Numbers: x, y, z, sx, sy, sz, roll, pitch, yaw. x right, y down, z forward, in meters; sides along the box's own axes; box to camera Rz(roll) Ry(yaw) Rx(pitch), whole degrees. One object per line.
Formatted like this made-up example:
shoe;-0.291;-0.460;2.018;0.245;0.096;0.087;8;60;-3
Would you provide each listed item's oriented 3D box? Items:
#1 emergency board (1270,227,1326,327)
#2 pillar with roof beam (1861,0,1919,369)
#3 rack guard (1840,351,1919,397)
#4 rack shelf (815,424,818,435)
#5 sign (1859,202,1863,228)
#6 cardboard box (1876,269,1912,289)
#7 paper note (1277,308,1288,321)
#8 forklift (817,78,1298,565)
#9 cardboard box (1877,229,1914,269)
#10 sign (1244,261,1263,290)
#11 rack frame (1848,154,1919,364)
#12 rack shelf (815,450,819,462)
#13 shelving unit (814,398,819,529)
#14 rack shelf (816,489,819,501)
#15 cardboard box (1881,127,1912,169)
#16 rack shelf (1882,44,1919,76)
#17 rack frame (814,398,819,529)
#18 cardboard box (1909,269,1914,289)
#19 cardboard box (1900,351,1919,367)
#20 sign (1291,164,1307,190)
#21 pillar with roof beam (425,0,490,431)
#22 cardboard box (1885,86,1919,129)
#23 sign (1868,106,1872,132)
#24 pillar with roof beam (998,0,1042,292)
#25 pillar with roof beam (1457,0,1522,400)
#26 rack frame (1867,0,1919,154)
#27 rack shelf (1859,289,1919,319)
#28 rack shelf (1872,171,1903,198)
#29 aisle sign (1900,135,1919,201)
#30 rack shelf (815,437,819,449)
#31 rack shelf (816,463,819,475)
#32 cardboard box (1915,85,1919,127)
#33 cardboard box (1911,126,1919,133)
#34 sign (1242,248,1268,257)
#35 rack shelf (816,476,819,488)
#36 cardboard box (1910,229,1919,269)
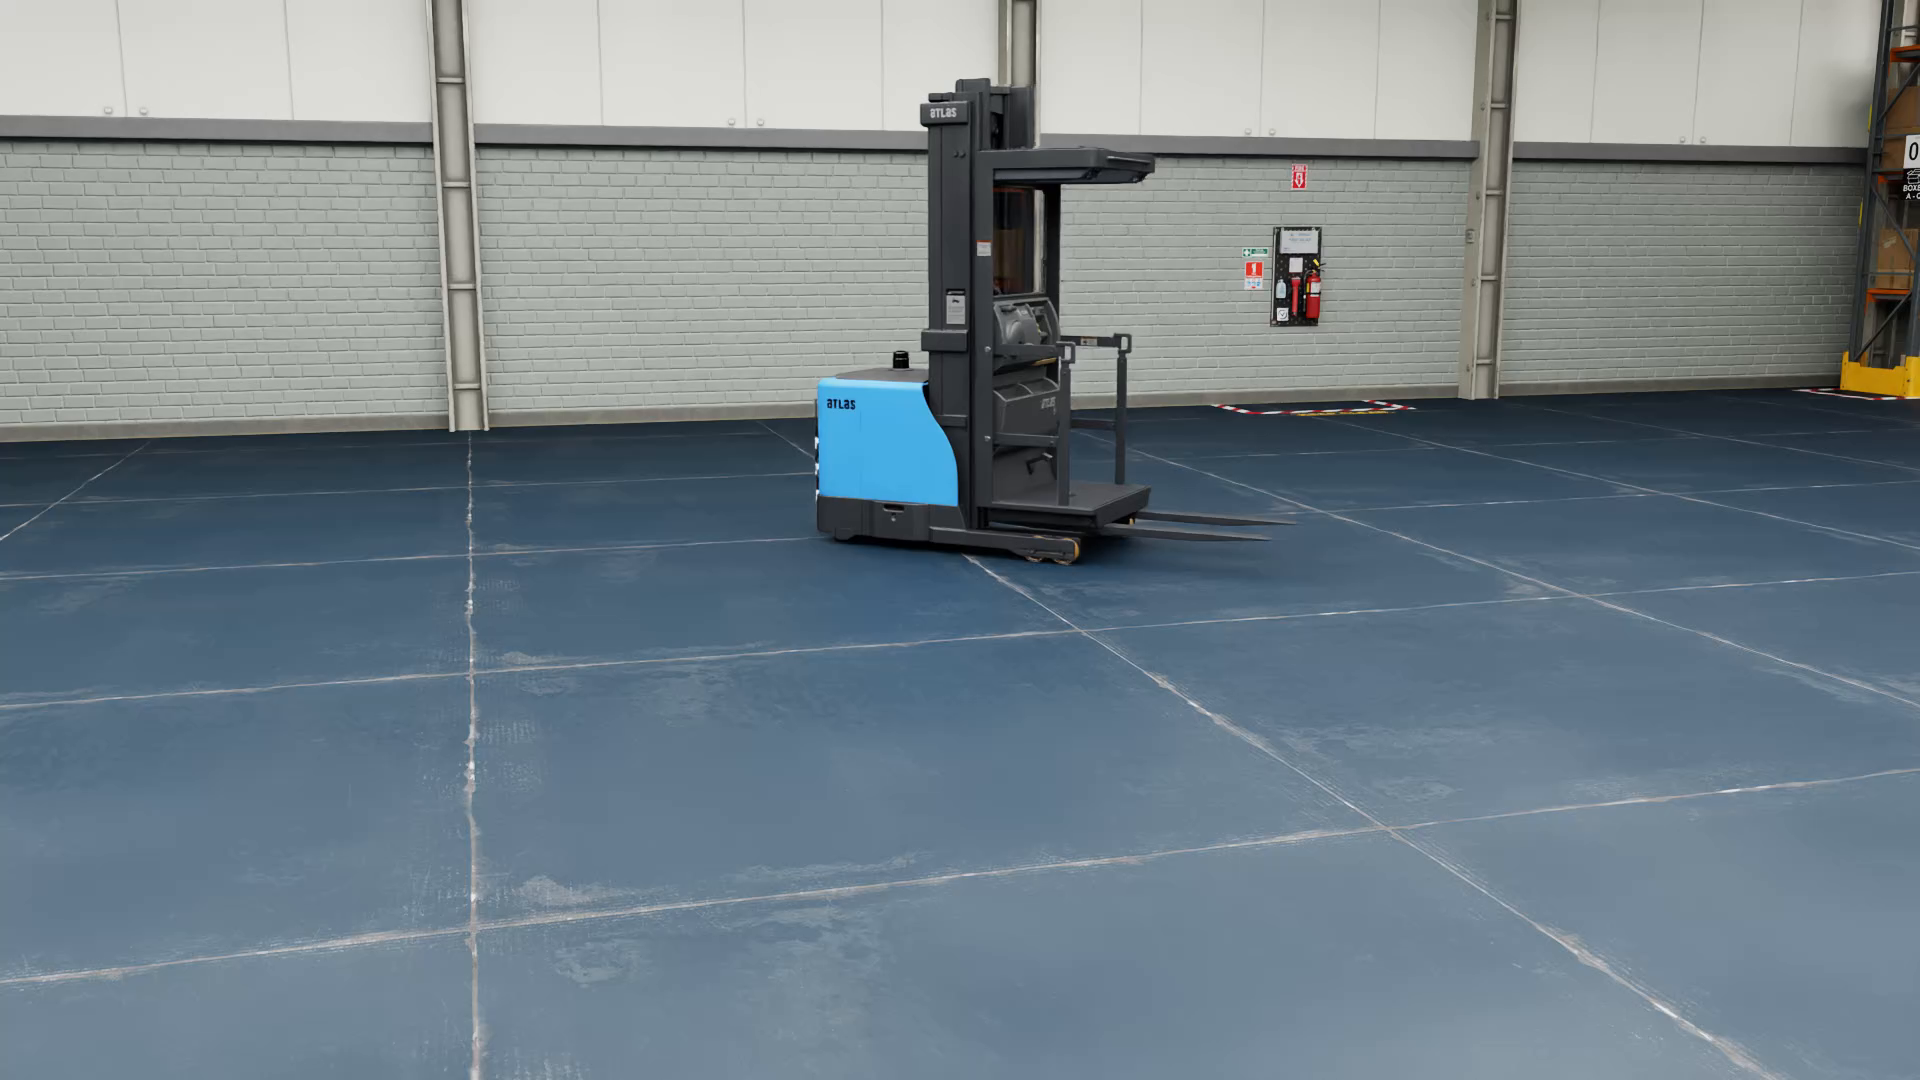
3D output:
emergency board;4.031;-3.117;19.695;0.643;1.169;0.194;-3;11;-16
pillar with roof beam;13.379;-5.742;17.380;0.400;9.000;9.100;-3;11;-16
rack guard;11.818;-2.128;21.226;0.348;0.500;1.175;-3;11;-16
rack shelf;-0.844;-0.763;11.399;0.200;0.077;0.258;5;12;25
sign;11.609;-4.176;21.375;0.005;0.325;0.100;-3;11;-16
cardboard box;12.140;-3.347;21.302;0.500;0.250;0.500;-3;11;-15
paper note;3.842;-2.687;19.792;0.142;0.148;0.016;-3;11;-16
forklift;0.612;-1.398;10.545;3.031;2.935;1.130;5;12;25
cardboard box;12.138;-3.719;21.253;0.500;0.500;0.500;-3;11;-17
sign;3.471;-3.125;19.637;0.234;0.329;0.001;-3;11;-16
rack frame;11.745;-3.354;20.979;0.127;3.000;1.000;-3;11;-16
rack shelf;-0.844;-0.586;11.431;0.200;0.077;0.258;5;12;25
shelving unit;-0.844;-0.530;11.442;0.210;0.900;0.258;5;12;25
rack shelf;-0.844;-0.321;11.480;0.200;0.077;0.258;5;12;25
cardboard box;12.075;-4.953;21.050;0.500;0.500;0.500;-2;11;-12
rack shelf;13.665;-6.050;21.051;4.000;0.370;1.077;-3;11;-16
rack frame;-0.936;-0.538;11.485;0.006;0.900;0.240;5;12;25
cardboard box;12.302;-3.259;20.825;0.500;0.250;0.500;-3;11;-18
cardboard box;12.435;-2.267;21.287;0.500;0.311;0.500;-4;11;-22
sign;3.996;-4.274;19.577;0.199;0.298;0.001;-3;11;-16
pillar with roof beam;-3.904;-4.831;12.432;0.400;9.000;9.100;-3;11;-16
cardboard box;12.086;-5.447;20.971;0.500;0.500;0.500;-3;11;-13
sign;11.609;-5.362;21.156;0.005;0.325;0.100;-3;11;-16
pillar with roof beam;1.857;-5.134;14.081;0.400;9.000;9.100;-3;11;-16
pillar with roof beam;7.618;-5.438;15.730;0.400;9.000;9.100;-3;11;-16
rack frame;11.745;-6.304;20.435;0.127;3.000;1.000;-3;11;-16
rack shelf;13.665;-3.101;21.594;4.000;0.370;1.077;-3;11;-16
rack shelf;13.665;-4.576;21.322;4.000;0.370;1.077;-3;11;-16
aisle sign;11.760;-4.576;20.440;0.004;0.787;0.394;-3;11;-16
rack shelf;-0.844;-0.675;11.415;0.200;0.077;0.258;5;12;25
rack shelf;-0.844;-0.498;11.448;0.200;0.077;0.258;5;12;25
cardboard box;12.183;-5.357;20.482;0.500;0.500;0.500;-4;11;-20
cardboard box;12.136;-4.861;20.552;0.500;0.500;0.500;-3;11;-14
sign;3.478;-3.384;19.582;0.331;0.109;0.001;-3;11;-16
rack shelf;-0.844;-0.409;11.464;0.200;0.077;0.258;5;12;25
cardboard box;12.287;-3.630;20.770;0.500;0.500;0.500;-3;11;-16
